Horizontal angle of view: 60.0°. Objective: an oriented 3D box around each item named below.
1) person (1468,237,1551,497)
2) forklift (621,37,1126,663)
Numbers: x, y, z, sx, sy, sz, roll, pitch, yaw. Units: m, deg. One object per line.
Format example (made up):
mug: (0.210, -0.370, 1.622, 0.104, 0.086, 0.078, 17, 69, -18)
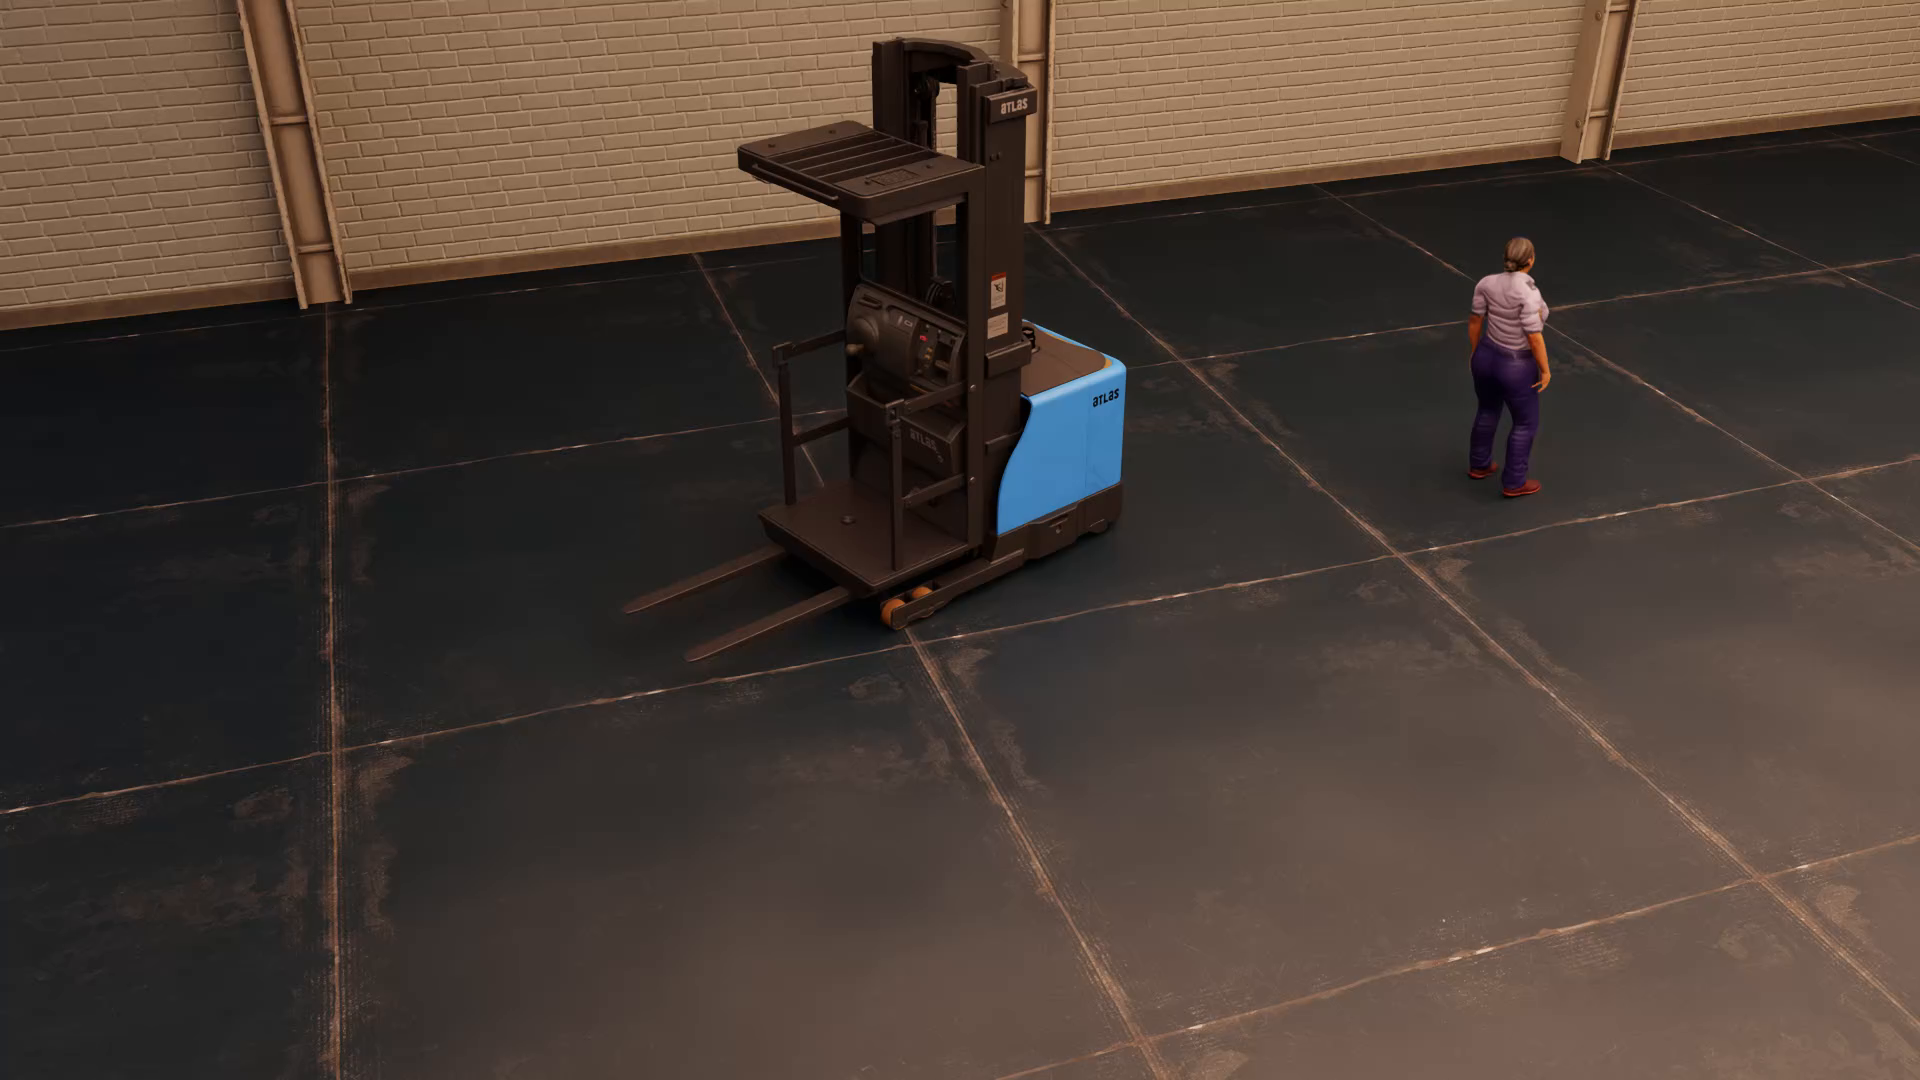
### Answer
person: (3.404, -1.074, 10.263, 0.434, 1.663, 0.559, -18, 35, -29)
forklift: (-0.461, -1.072, 8.951, 3.031, 2.935, 1.130, -23, 37, -34)
